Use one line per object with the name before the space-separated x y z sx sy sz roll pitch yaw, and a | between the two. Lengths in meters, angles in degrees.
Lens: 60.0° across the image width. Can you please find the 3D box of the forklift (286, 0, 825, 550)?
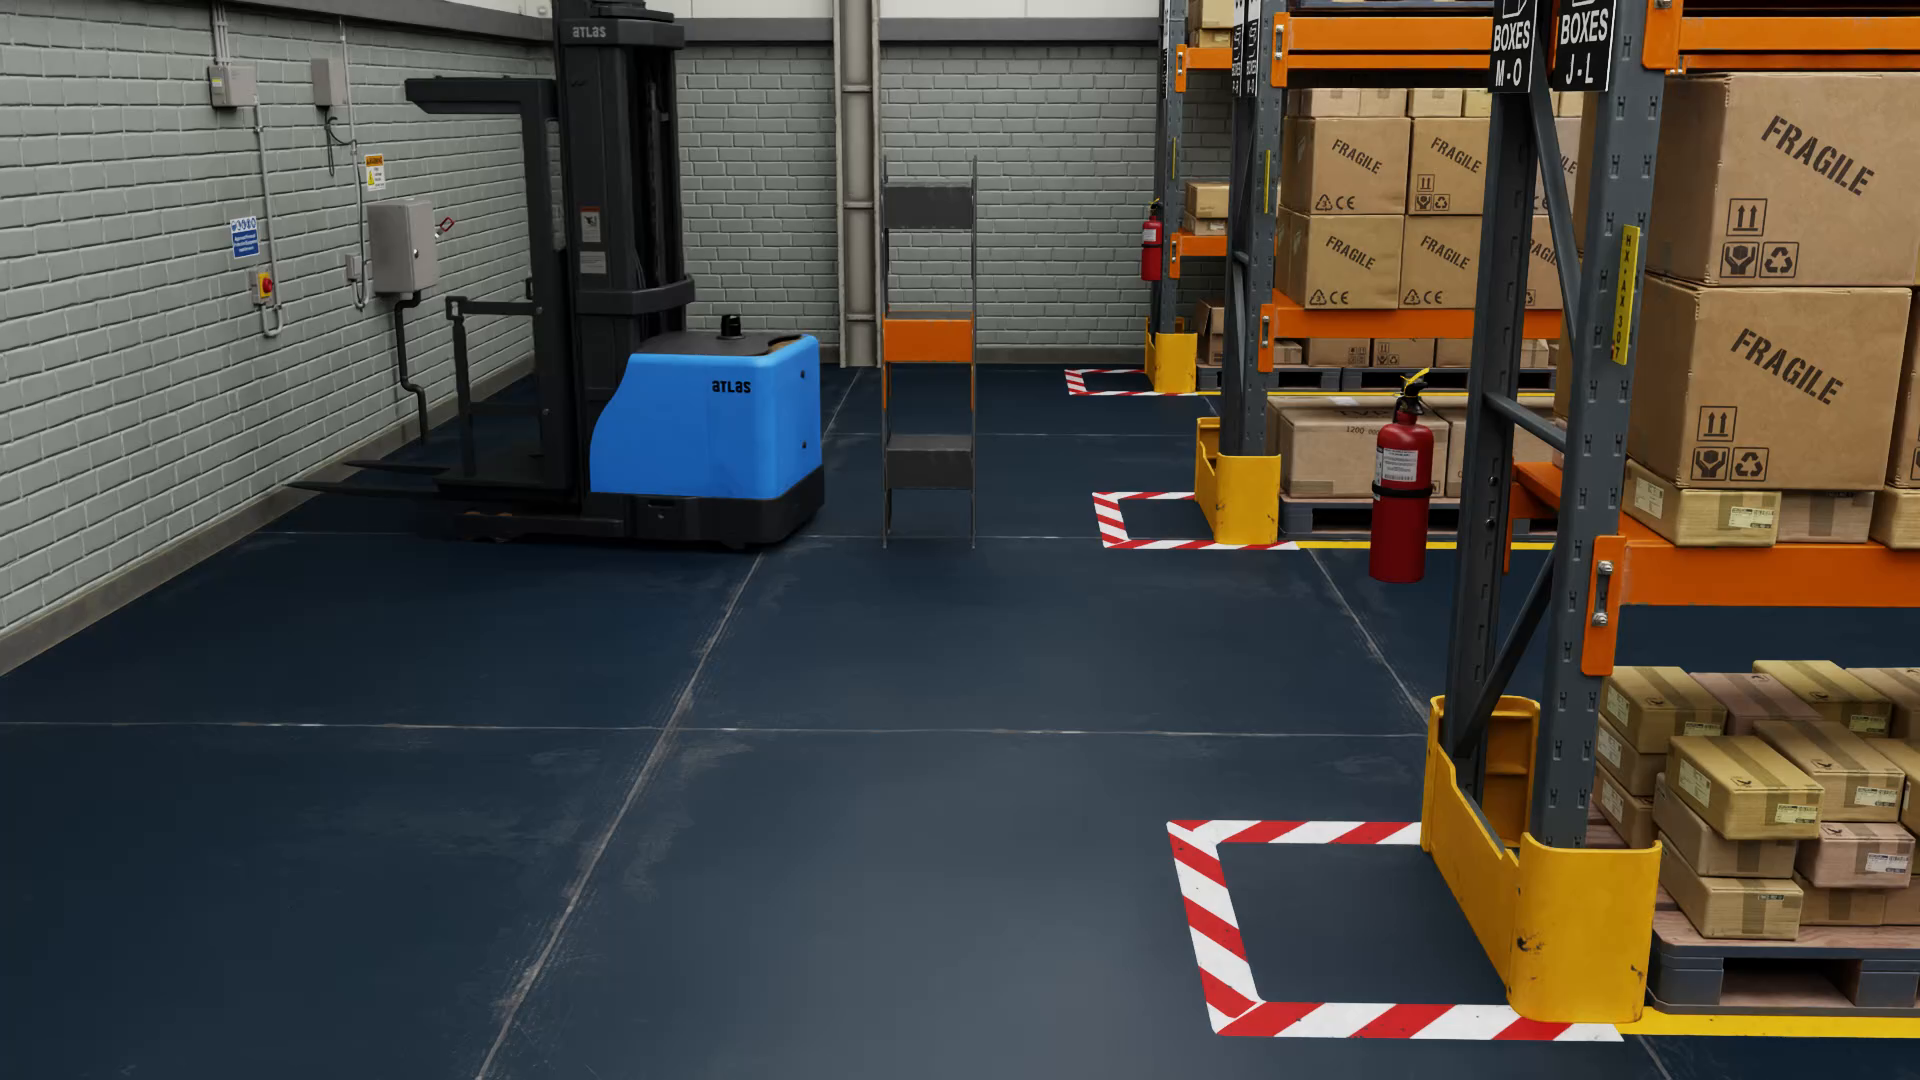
forklift | -2.373 -1.531 9.396 3.031 2.935 1.130 3 15 11

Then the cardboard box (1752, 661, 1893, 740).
cardboard box | 2.657 0.504 5.150 0.250 0.149 0.380 0 15 0

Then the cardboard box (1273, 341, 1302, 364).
cardboard box | 2.791 -1.621 14.370 0.250 0.149 0.380 0 15 -1

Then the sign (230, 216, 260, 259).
sign | -4.065 -1.721 9.454 0.001 0.218 0.327 0 15 1

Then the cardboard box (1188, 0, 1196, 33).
cardboard box | 2.210 -4.426 14.065 0.500 0.250 0.500 0 15 0

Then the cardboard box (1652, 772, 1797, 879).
cardboard box | 2.127 0.792 4.641 0.250 0.149 0.380 1 15 4

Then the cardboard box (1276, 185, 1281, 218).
cardboard box | 2.709 -2.834 13.912 0.500 0.250 0.500 1 15 2

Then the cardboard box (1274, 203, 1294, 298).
cardboard box | 2.124 -1.684 9.648 0.500 0.500 0.500 0 15 2

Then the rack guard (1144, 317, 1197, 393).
rack guard | 1.834 -1.628 14.532 0.348 0.500 1.175 0 15 1

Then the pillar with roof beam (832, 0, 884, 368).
pillar with roof beam | -1.024 -4.888 10.226 0.400 9.000 9.100 0 15 1

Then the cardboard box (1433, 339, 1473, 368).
cardboard box | 4.259 -1.781 14.289 0.500 0.500 0.700 0 15 -1

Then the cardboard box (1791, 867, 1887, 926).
cardboard box | 2.389 0.933 4.690 0.250 0.149 0.380 0 15 1

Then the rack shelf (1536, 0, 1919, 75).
rack shelf | 3.609 -1.398 4.289 4.000 0.370 1.077 0 15 1

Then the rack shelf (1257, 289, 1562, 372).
rack shelf | 3.635 -1.211 9.459 4.000 0.370 1.077 0 15 1

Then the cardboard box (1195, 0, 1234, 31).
cardboard box | 2.195 -4.287 13.538 0.500 0.250 0.500 0 15 1

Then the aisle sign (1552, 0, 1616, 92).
aisle sign | 1.529 -1.490 4.010 0.004 0.787 0.394 0 15 1

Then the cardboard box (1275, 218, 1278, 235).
cardboard box | 2.599 -2.661 14.039 0.250 0.149 0.380 0 15 1

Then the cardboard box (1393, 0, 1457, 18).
cardboard box | 3.733 -4.284 13.530 0.500 0.250 0.500 0 15 1

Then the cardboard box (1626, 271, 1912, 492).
cardboard box | 2.052 -0.427 4.301 0.500 0.500 0.500 1 15 4

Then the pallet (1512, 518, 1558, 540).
pallet | 3.653 -0.229 9.796 1.213 0.211 1.003 0 15 1

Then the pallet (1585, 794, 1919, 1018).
pallet | 2.497 1.055 4.929 1.213 0.211 1.003 0 15 1

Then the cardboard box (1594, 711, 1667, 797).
cardboard box | 2.145 0.654 5.165 0.250 0.149 0.380 0 15 0

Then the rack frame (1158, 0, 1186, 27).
rack frame | 1.758 -5.738 13.449 0.127 3.000 1.000 0 15 1

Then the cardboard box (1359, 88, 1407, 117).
cardboard box | 2.247 -2.361 8.980 0.250 0.149 0.380 1 15 3

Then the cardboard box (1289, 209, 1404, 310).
cardboard box | 2.108 -1.544 9.115 0.500 0.500 0.500 0 15 1

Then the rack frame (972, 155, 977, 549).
rack frame | 0.078 -1.015 9.070 0.015 2.100 0.400 0 15 1

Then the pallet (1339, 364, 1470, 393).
pallet | 3.848 -1.475 14.517 1.213 0.211 1.003 0 15 1

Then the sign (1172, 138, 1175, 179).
sign | 1.745 -3.118 13.580 0.005 0.325 0.100 0 15 1

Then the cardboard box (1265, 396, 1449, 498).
cardboard box | 2.298 -0.557 9.770 0.875 0.438 0.875 0 15 0

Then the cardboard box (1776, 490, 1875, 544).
cardboard box | 2.181 -0.110 4.370 0.250 0.149 0.380 1 15 3

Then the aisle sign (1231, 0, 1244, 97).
aisle sign | 1.571 -2.908 9.387 0.004 0.787 0.394 0 15 1

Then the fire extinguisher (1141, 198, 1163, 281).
fire extinguisher | 1.599 -2.503 13.829 0.183 0.674 0.296 0 15 1

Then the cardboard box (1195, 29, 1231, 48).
cardboard box | 2.071 -4.105 13.631 0.250 0.149 0.380 1 15 3

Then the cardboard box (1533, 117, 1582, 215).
cardboard box | 3.139 -2.025 8.978 0.500 0.500 0.500 0 15 1

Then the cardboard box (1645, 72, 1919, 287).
cardboard box | 2.052 -0.914 4.184 0.500 0.500 0.500 0 15 1

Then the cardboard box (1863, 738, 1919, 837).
cardboard box | 2.652 0.675 4.502 0.250 0.149 0.380 0 15 1

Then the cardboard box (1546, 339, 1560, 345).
cardboard box | 5.103 -1.779 14.650 0.500 0.311 0.500 1 15 3

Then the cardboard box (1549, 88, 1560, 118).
cardboard box | 3.031 -2.344 8.918 0.250 0.149 0.380 1 15 2

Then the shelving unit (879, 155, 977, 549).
shelving unit | -0.165 -1.016 9.076 0.503 2.100 0.431 0 15 1

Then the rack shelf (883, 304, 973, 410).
rack shelf | -0.165 -1.003 9.080 0.480 0.518 0.431 0 15 1

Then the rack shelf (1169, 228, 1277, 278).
rack shelf | 3.758 -2.477 14.257 4.000 0.370 1.077 0 15 1
